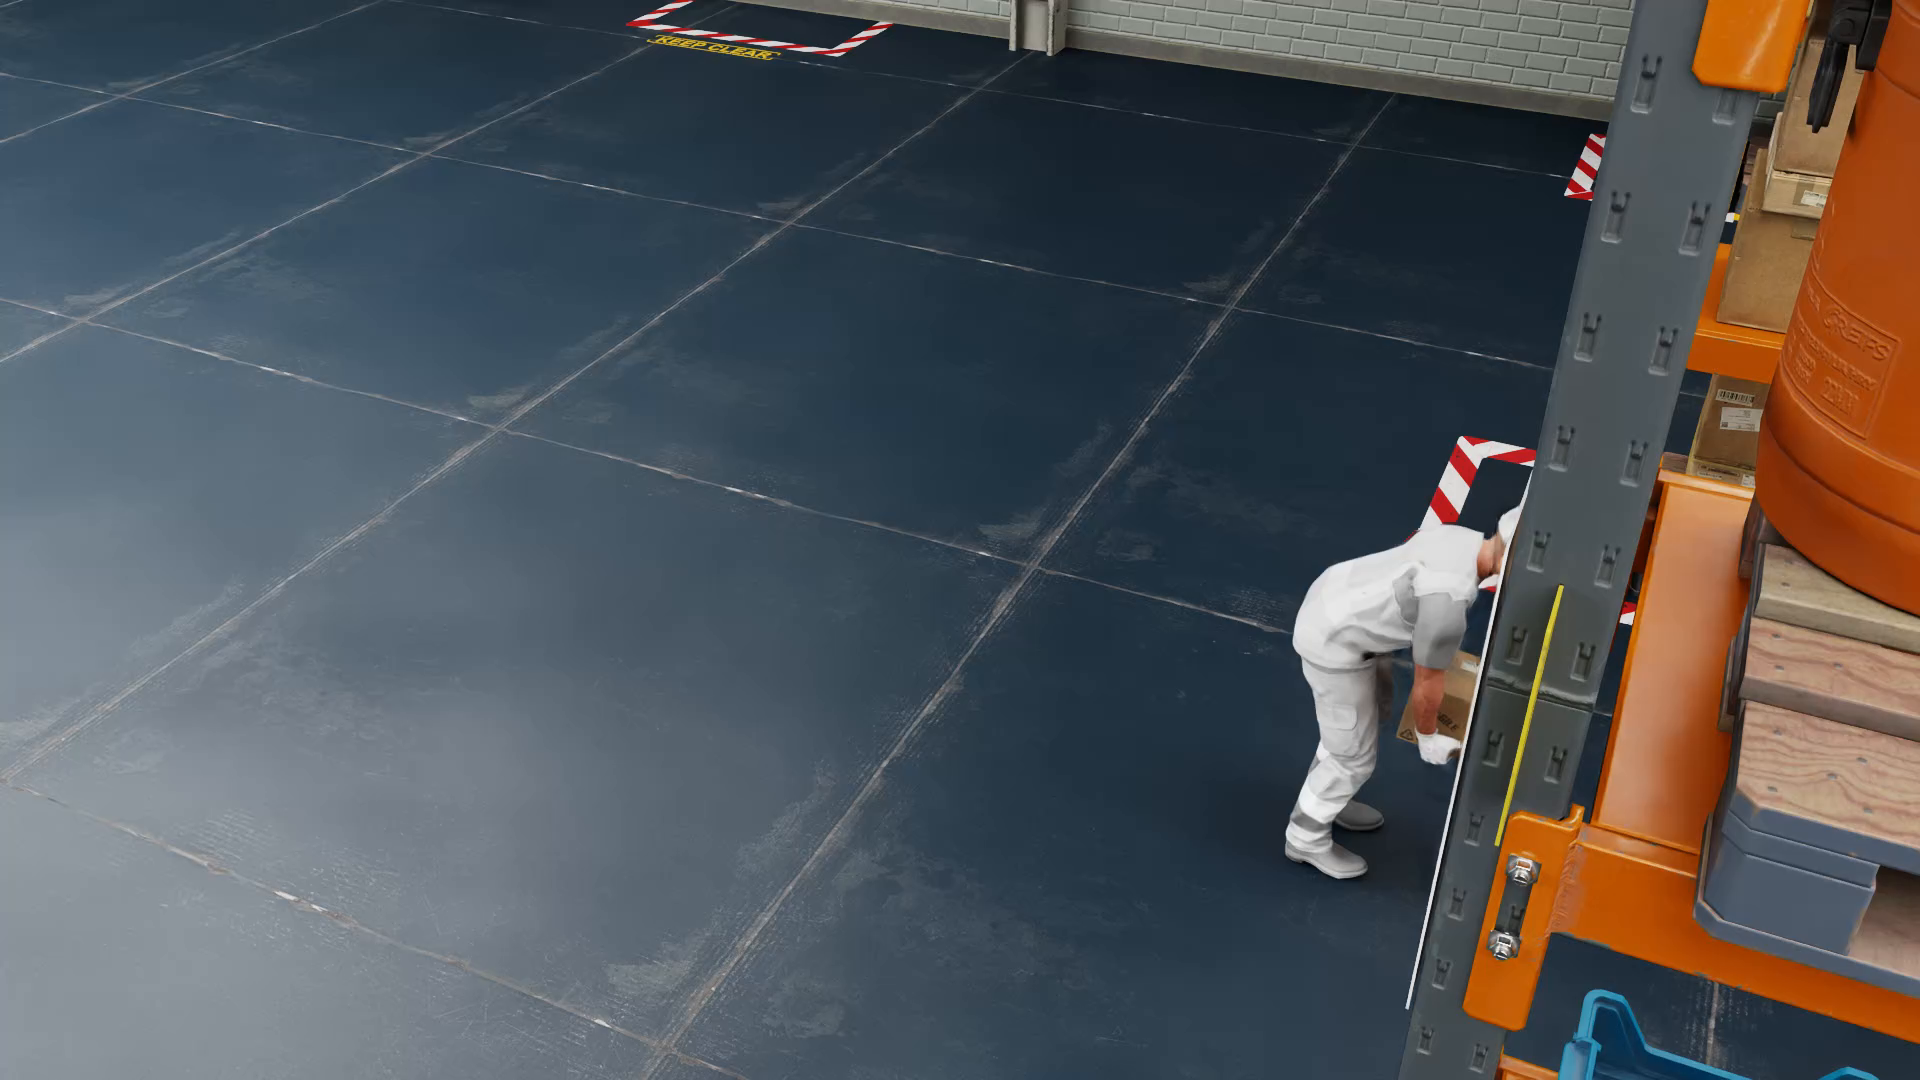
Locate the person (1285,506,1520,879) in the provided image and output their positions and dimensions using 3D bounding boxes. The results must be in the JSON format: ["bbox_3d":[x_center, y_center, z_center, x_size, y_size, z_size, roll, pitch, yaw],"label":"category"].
[{"bbox_3d":[1.524,0.489,5.600,0.816,1.540,0.483,14,36,20],"label":"person"}]
